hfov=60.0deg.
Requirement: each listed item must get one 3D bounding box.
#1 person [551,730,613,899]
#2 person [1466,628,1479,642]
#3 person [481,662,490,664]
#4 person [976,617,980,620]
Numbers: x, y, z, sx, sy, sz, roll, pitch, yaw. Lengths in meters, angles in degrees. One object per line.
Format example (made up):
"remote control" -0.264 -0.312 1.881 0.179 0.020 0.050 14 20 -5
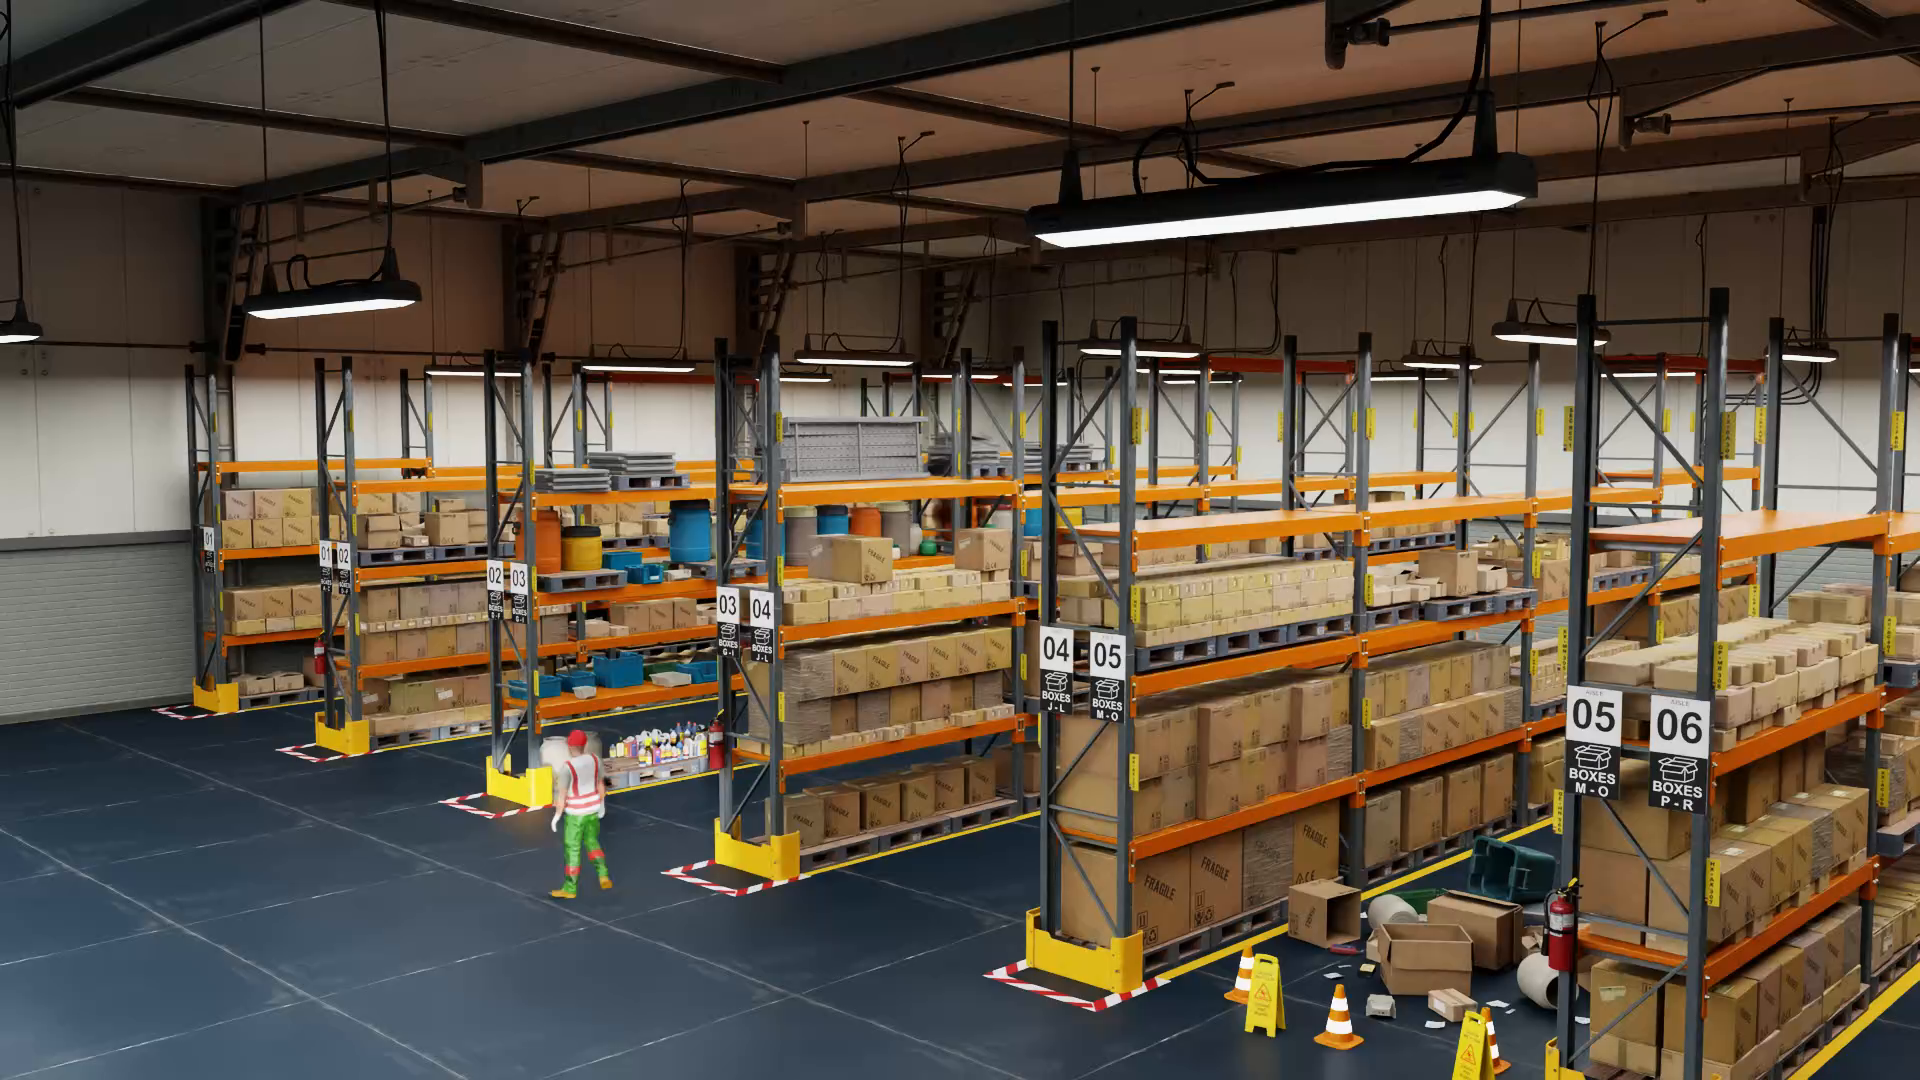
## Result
"person" -4.041 2.904 17.734 0.523 1.788 0.626 3 5 33
"person" 9.666 1.885 31.870 0.459 1.647 0.629 -1 4 -9
"person" -8.689 1.942 30.449 0.622 1.789 0.372 -2 5 -30
"person" 0.534 1.341 38.186 0.640 1.740 0.921 1 5 18
